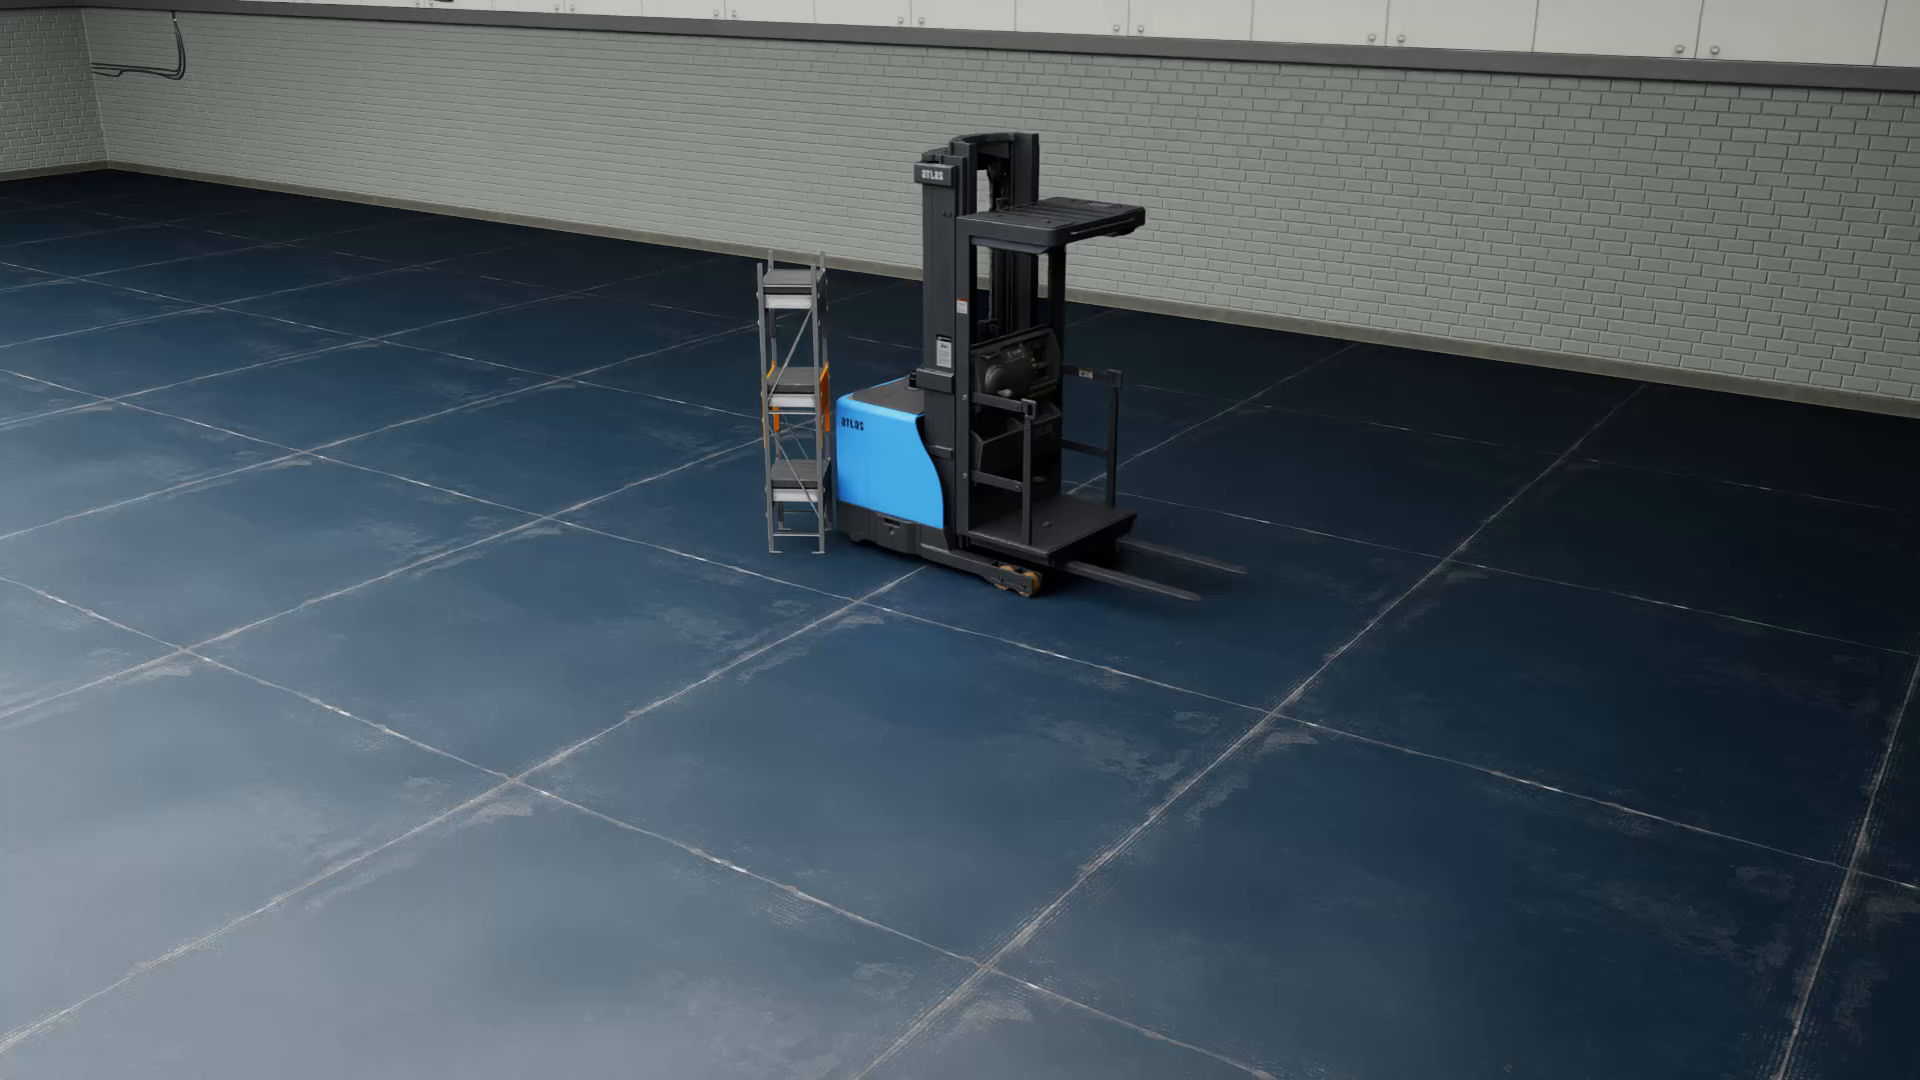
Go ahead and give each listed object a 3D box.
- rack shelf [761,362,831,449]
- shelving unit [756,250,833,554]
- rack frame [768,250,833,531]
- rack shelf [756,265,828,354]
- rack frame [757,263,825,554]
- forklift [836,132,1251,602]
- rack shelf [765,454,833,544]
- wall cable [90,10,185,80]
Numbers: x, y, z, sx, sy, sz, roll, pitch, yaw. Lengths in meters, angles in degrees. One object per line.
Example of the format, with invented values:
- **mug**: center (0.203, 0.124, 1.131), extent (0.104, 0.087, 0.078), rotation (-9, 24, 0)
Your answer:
- **rack shelf**: center (-1.166, -0.960, 11.873), extent (0.431, 0.518, 0.480), rotation (1, 20, 2)
- **shelving unit**: center (-1.166, -0.973, 11.868), extent (0.431, 2.100, 0.503), rotation (1, 20, 2)
- **rack frame**: center (-1.155, -1.057, 12.097), extent (0.400, 2.100, 0.015), rotation (1, 20, 2)
- **rack shelf**: center (-1.166, -1.616, 11.630), extent (0.431, 0.518, 0.480), rotation (1, 20, 2)
- **rack frame**: center (-1.176, -0.888, 11.639), extent (0.400, 2.100, 0.015), rotation (1, 20, 2)
- **forklift**: center (0.554, -1.198, 11.278), extent (3.031, 2.935, 1.130), rotation (16, 25, 36)
- **rack shelf**: center (-1.166, -0.303, 12.116), extent (0.431, 0.518, 0.480), rotation (1, 20, 2)
- **wall cable**: center (-14.678, -9.403, 29.190), extent (3.097, 2.526, 0.112), rotation (13, 24, 32)
